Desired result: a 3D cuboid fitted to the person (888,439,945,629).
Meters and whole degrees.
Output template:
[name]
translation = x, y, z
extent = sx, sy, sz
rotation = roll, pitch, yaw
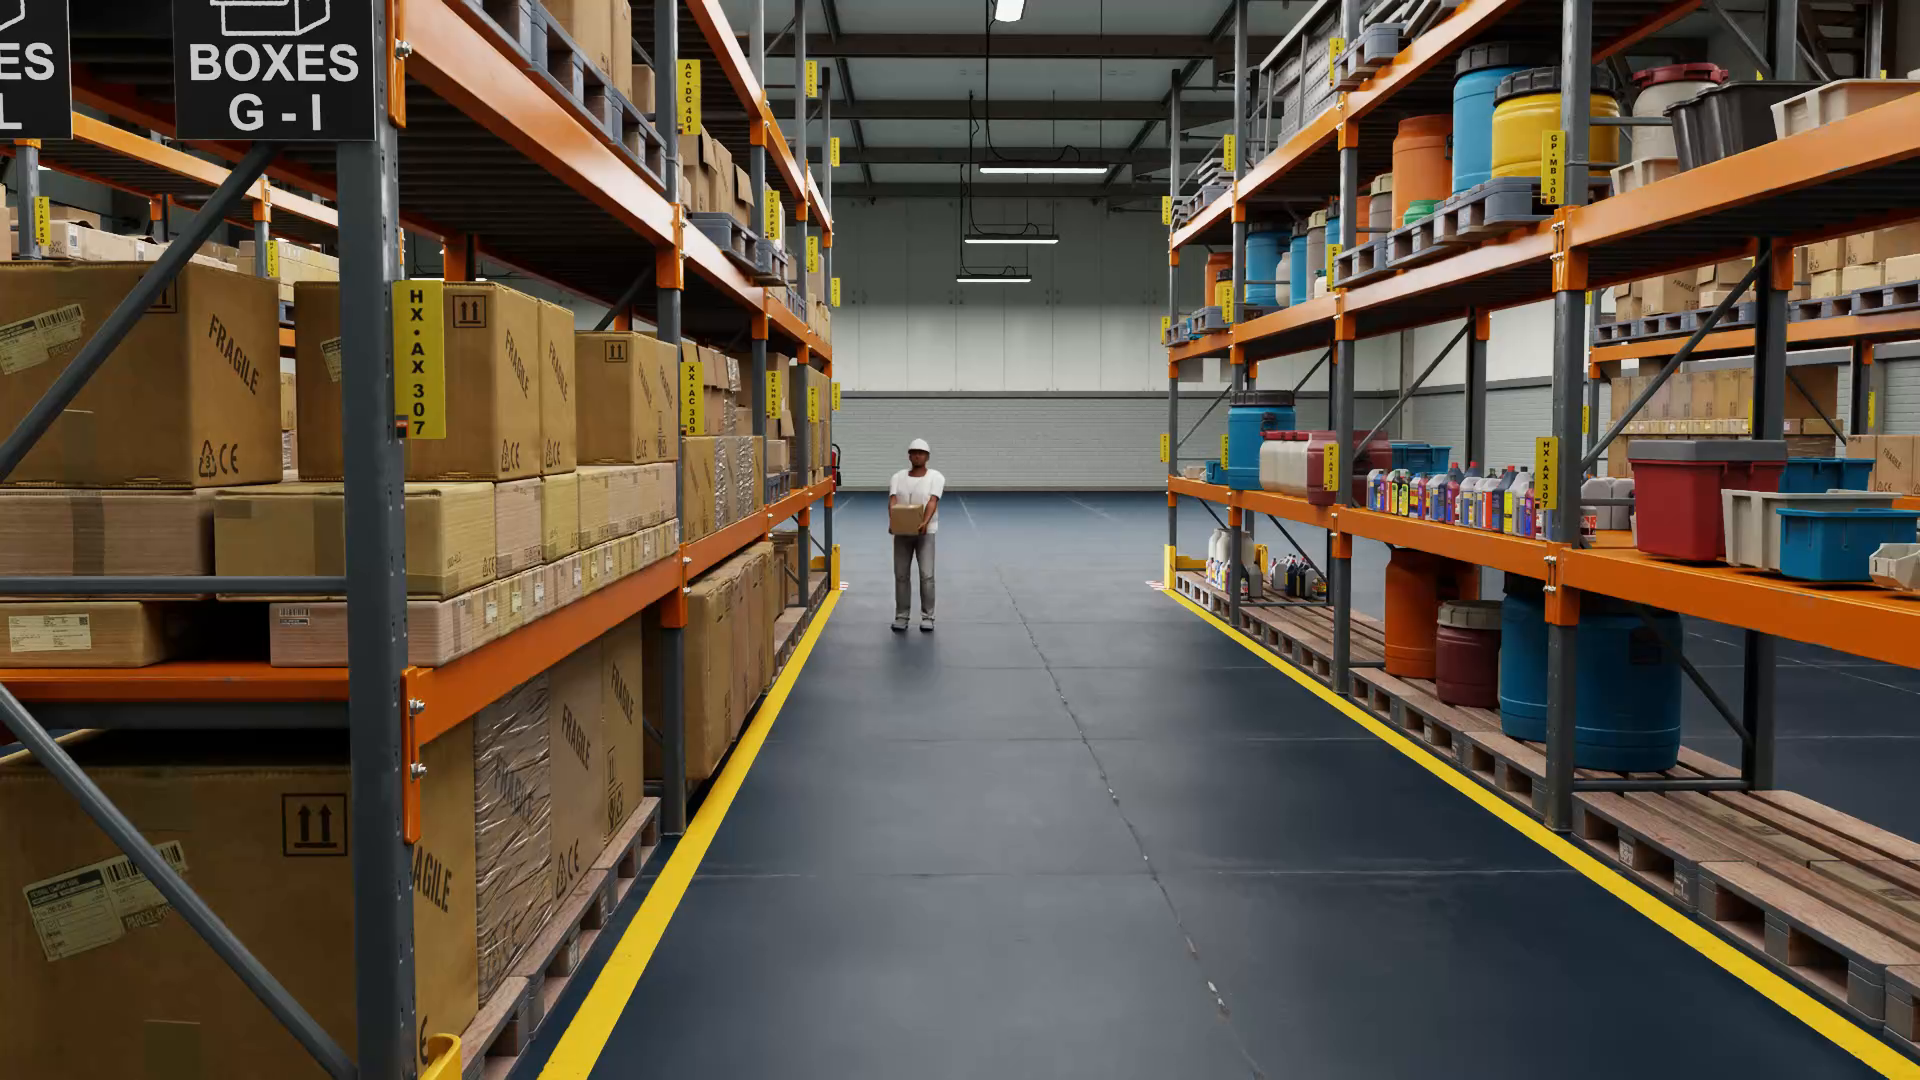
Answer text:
[person]
translation = -0.425, -0.047, 15.330
extent = 0.502, 1.761, 0.587
rotation = 1, 4, 12
